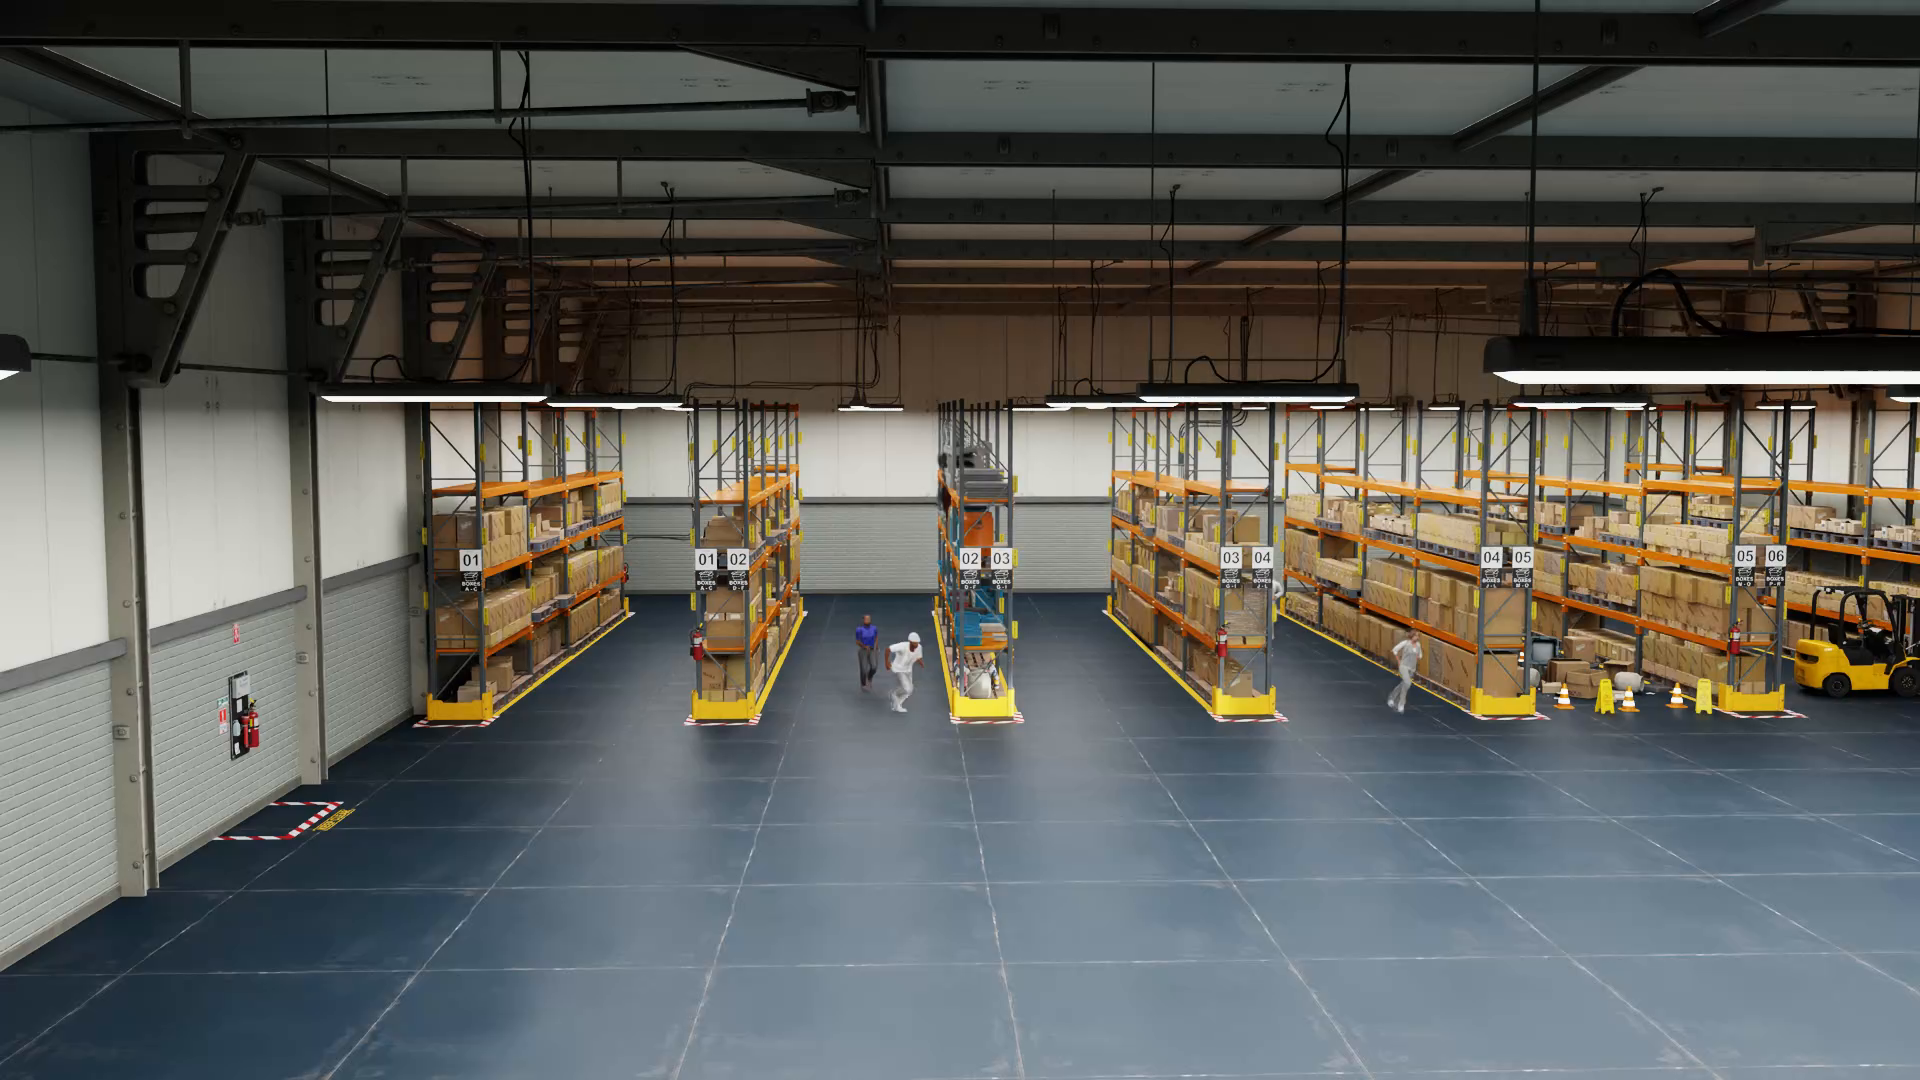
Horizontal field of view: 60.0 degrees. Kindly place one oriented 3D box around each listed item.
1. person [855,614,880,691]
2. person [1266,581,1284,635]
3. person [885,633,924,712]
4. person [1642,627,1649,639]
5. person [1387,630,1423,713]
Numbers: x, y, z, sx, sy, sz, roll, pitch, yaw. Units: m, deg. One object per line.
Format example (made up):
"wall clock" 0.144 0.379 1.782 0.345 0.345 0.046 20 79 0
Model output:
"person" -1.886 2.318 34.189 0.551 1.611 0.664 -2 5 -19
"person" 7.842 1.676 42.392 0.785 1.751 0.670 0 4 0
"person" -1.063 2.529 31.677 0.735 1.576 0.833 -4 6 -40
"person" 17.538 1.691 42.089 0.552 1.735 0.801 -1 4 -7
"person" 8.612 2.533 32.166 0.581 1.603 0.660 -2 5 -26
